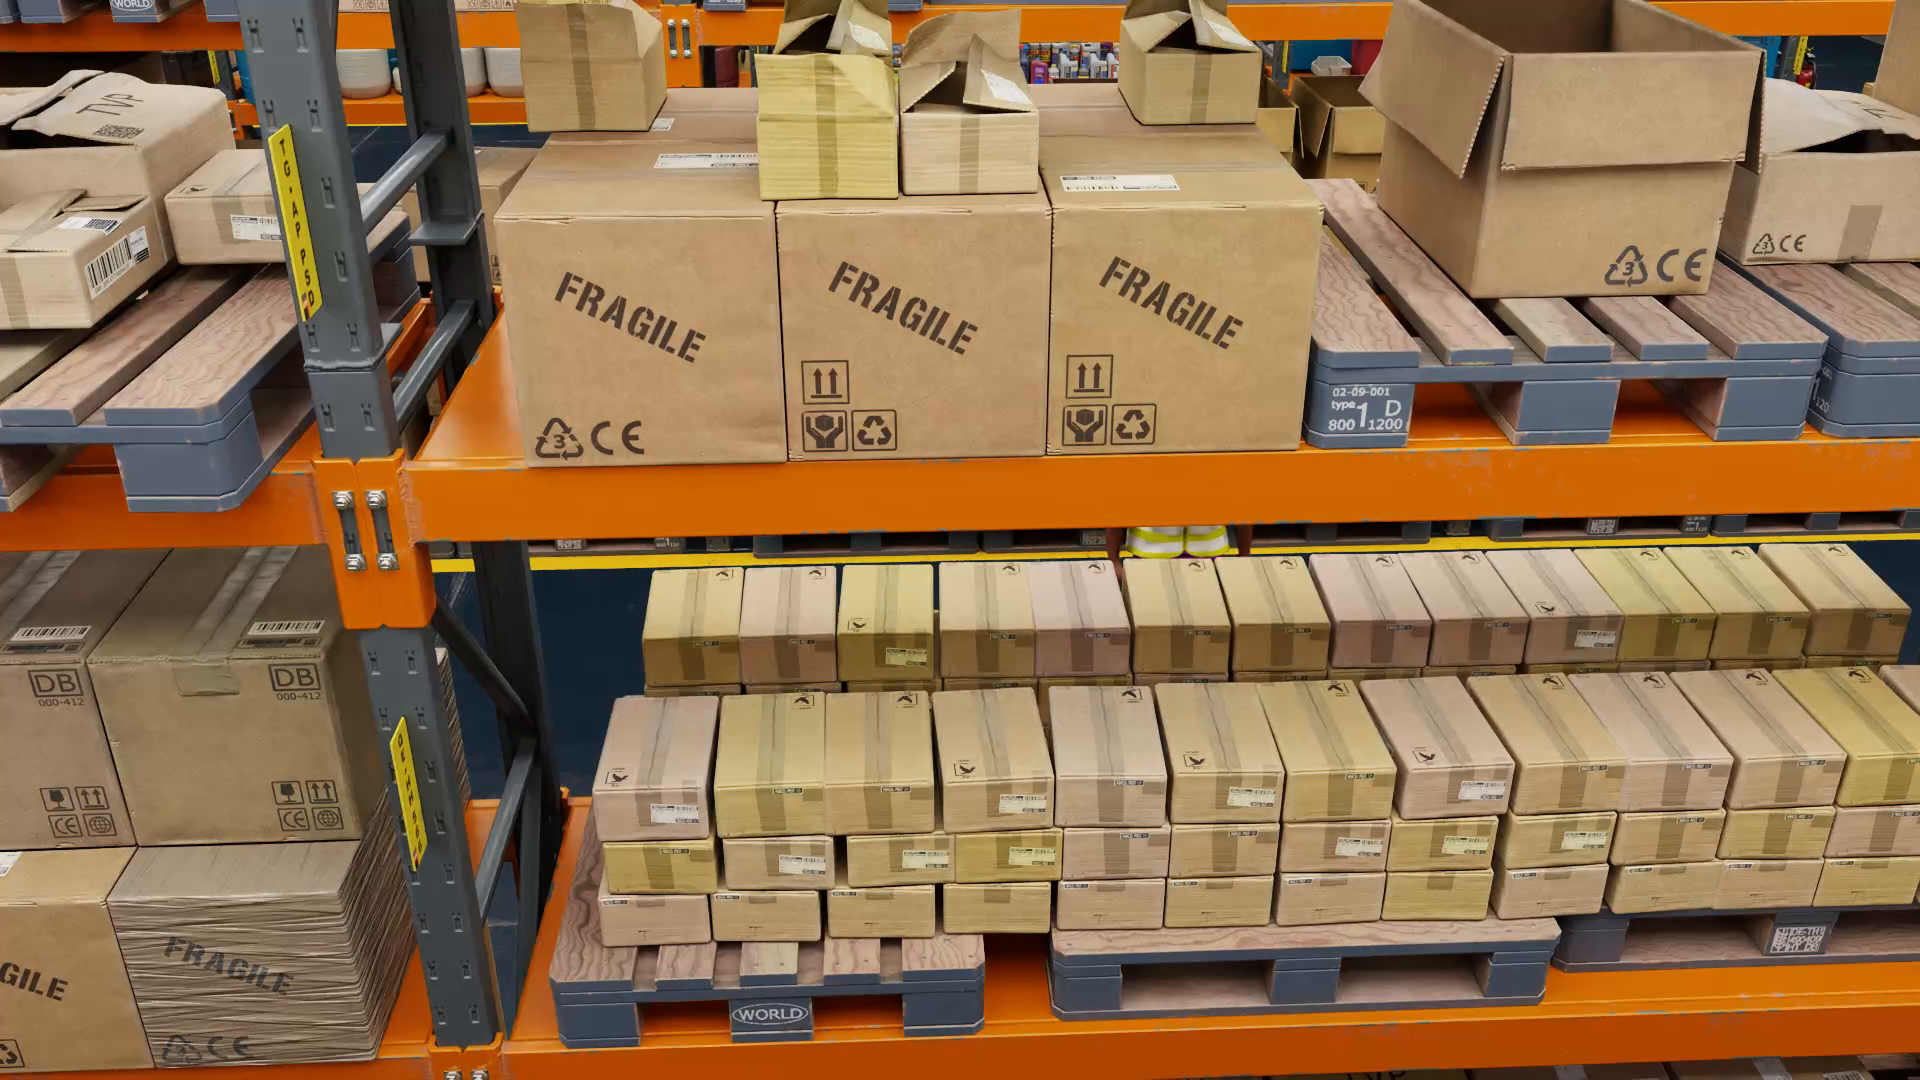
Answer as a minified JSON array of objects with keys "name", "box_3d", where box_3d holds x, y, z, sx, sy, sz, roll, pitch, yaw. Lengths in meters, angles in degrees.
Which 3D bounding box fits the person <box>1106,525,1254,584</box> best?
[{"name":"person","box_3d":[0.915,0.088,6.932,0.630,1.759,0.461,-3,28,-5]}]
